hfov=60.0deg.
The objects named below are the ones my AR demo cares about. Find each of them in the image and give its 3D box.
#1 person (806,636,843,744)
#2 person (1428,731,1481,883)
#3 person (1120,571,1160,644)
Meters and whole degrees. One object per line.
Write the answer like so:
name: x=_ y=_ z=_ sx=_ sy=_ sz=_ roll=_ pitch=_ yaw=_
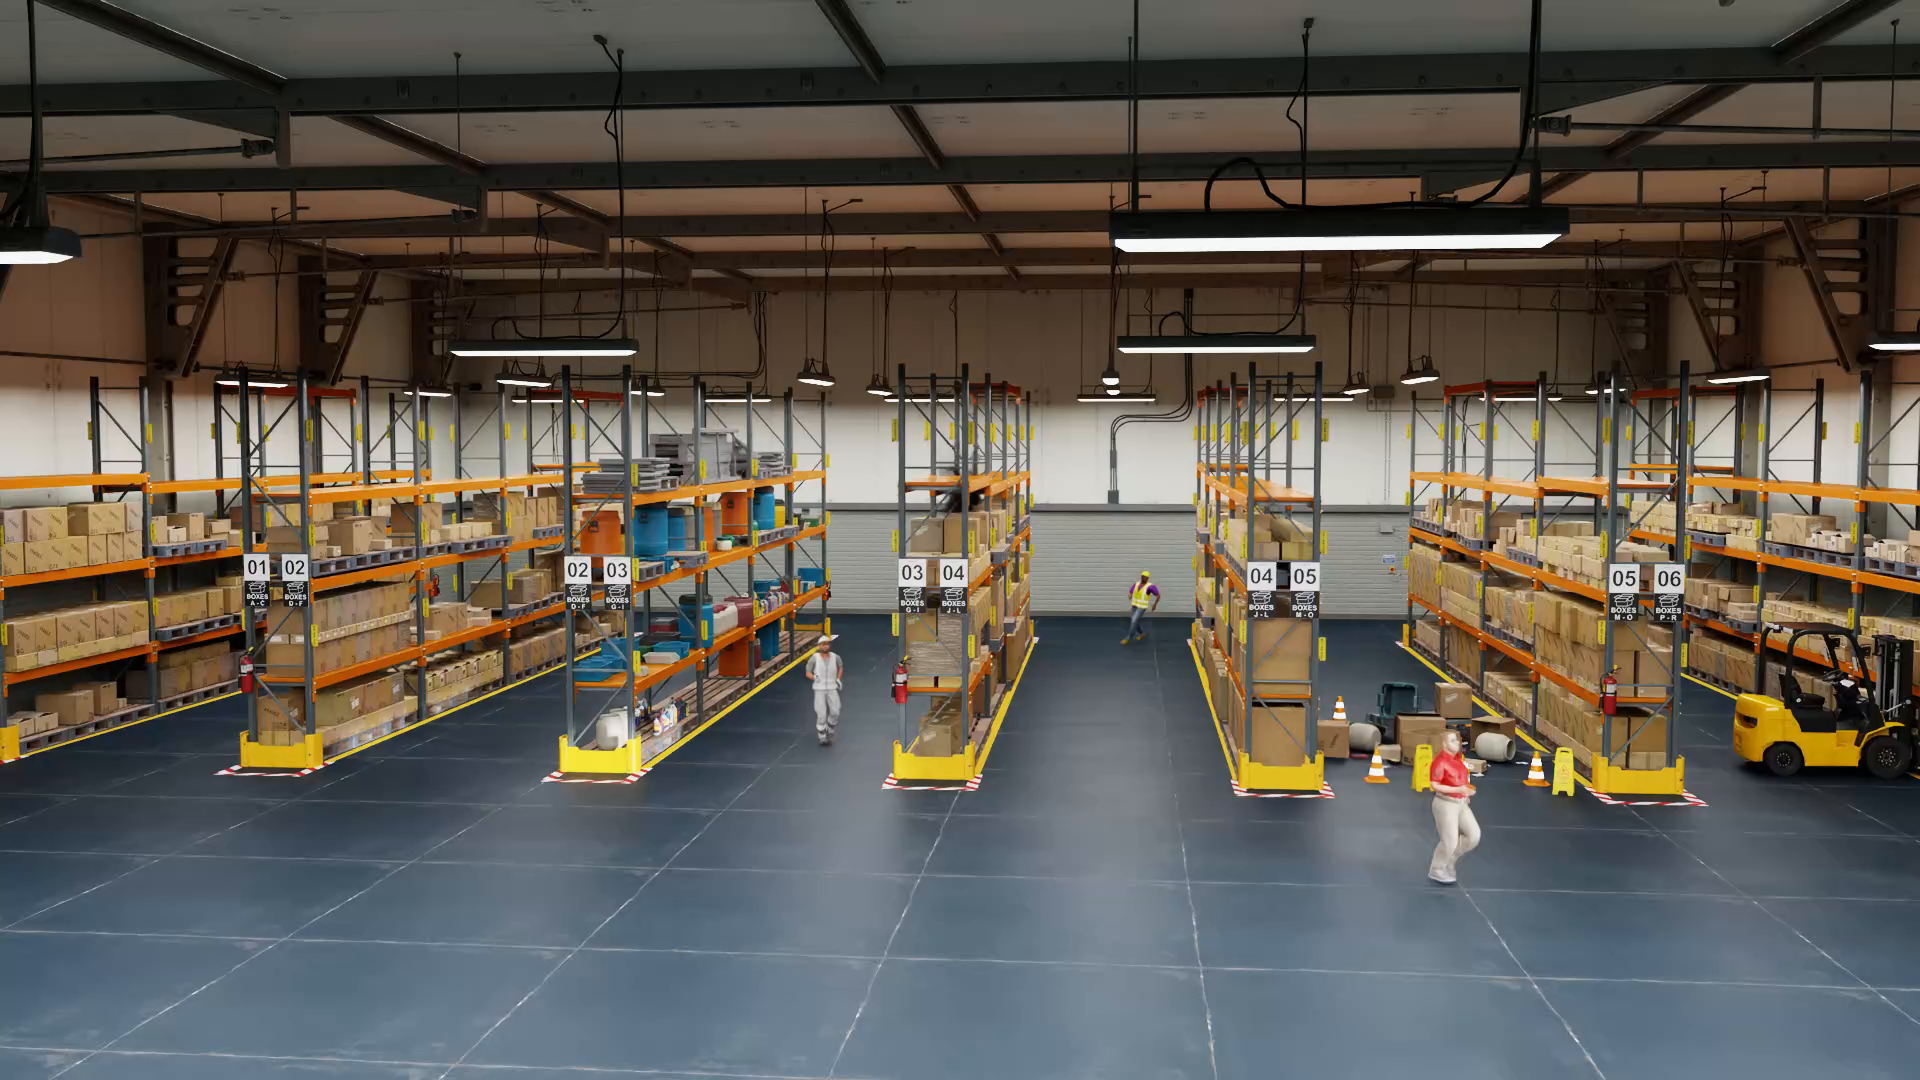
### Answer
person: x=-2.134 y=2.410 z=26.573 sx=0.628 sy=1.753 sz=0.632 roll=-1 pitch=4 yaw=-14
person: x=5.496 y=2.974 z=18.406 sx=0.648 sy=1.708 sz=0.621 roll=-3 pitch=5 yaw=-41
person: x=4.200 y=1.587 z=39.330 sx=0.933 sy=1.709 sz=0.751 roll=-3 pitch=5 yaw=-40
